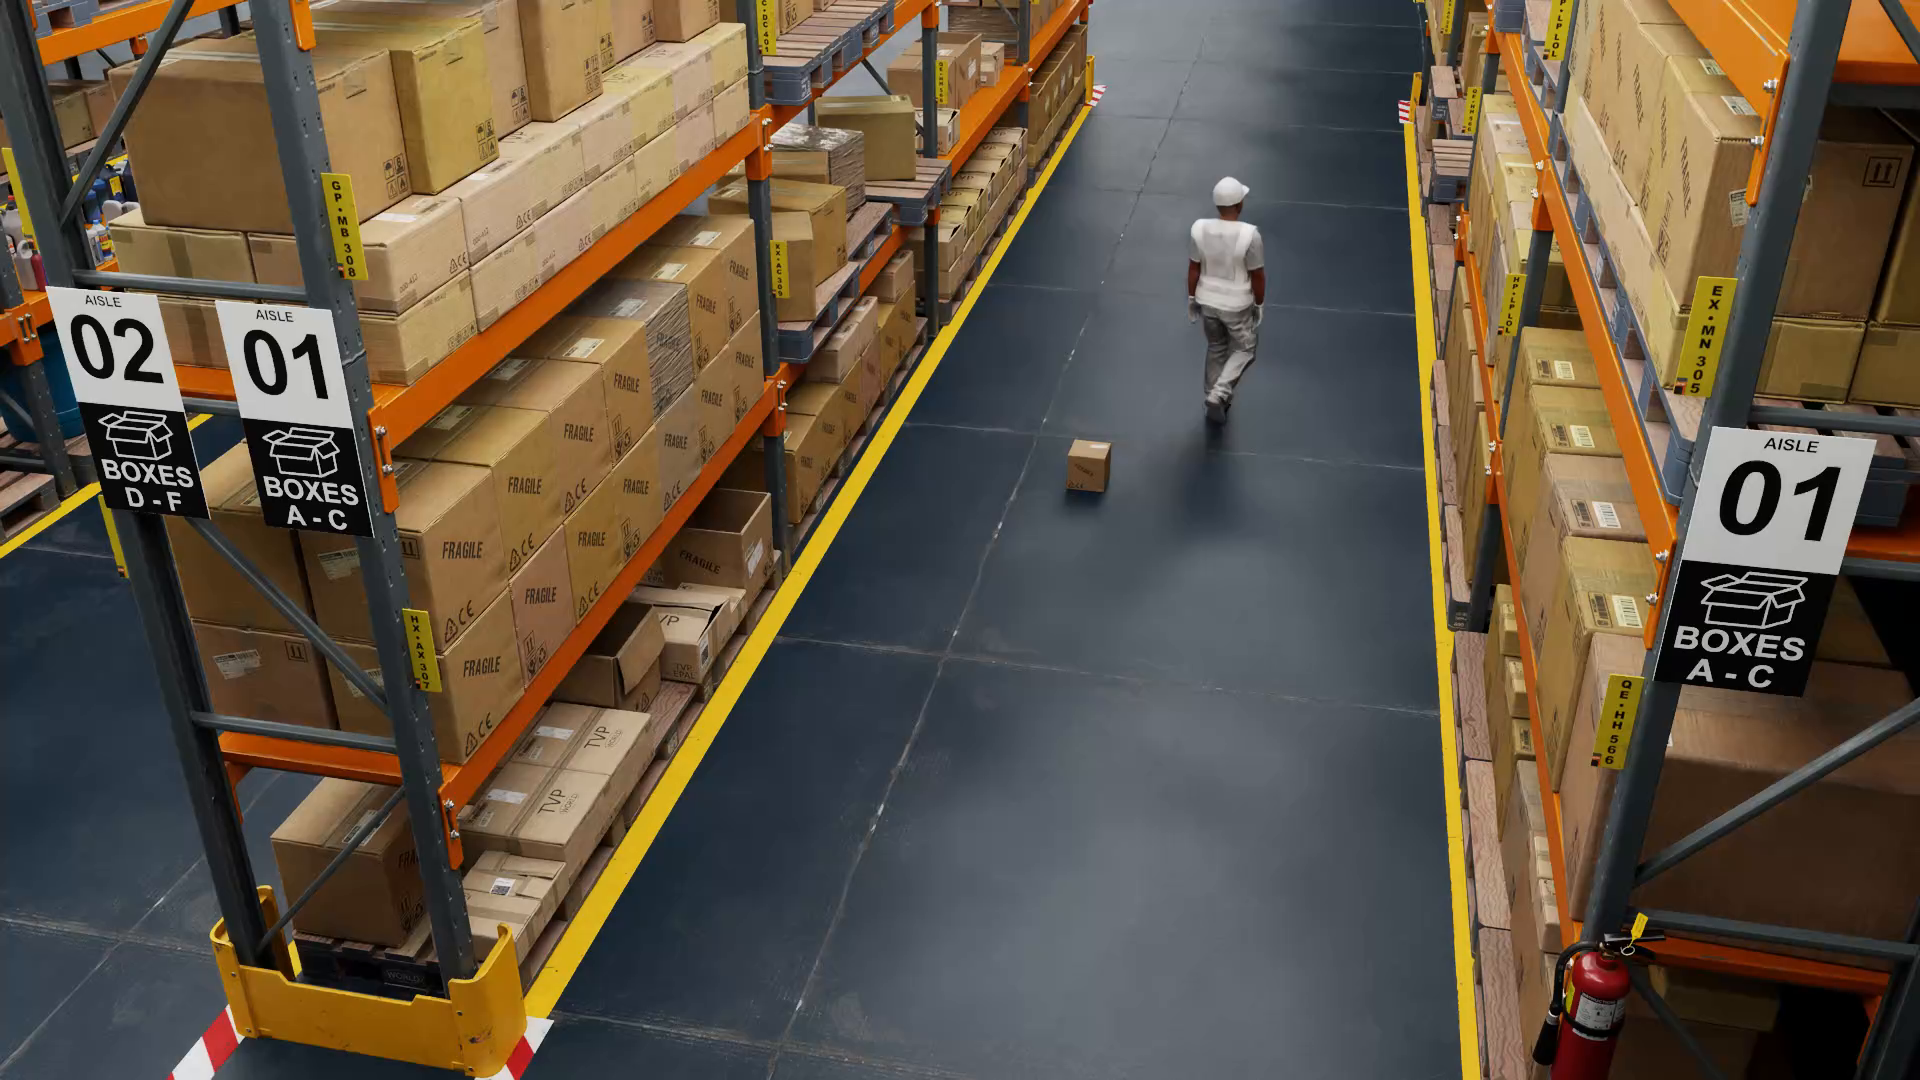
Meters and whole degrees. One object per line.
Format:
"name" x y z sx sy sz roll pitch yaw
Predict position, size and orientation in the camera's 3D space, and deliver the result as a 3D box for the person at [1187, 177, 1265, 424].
"person" 1.850 -1.656 11.618 0.557 1.767 0.729 18 33 29
